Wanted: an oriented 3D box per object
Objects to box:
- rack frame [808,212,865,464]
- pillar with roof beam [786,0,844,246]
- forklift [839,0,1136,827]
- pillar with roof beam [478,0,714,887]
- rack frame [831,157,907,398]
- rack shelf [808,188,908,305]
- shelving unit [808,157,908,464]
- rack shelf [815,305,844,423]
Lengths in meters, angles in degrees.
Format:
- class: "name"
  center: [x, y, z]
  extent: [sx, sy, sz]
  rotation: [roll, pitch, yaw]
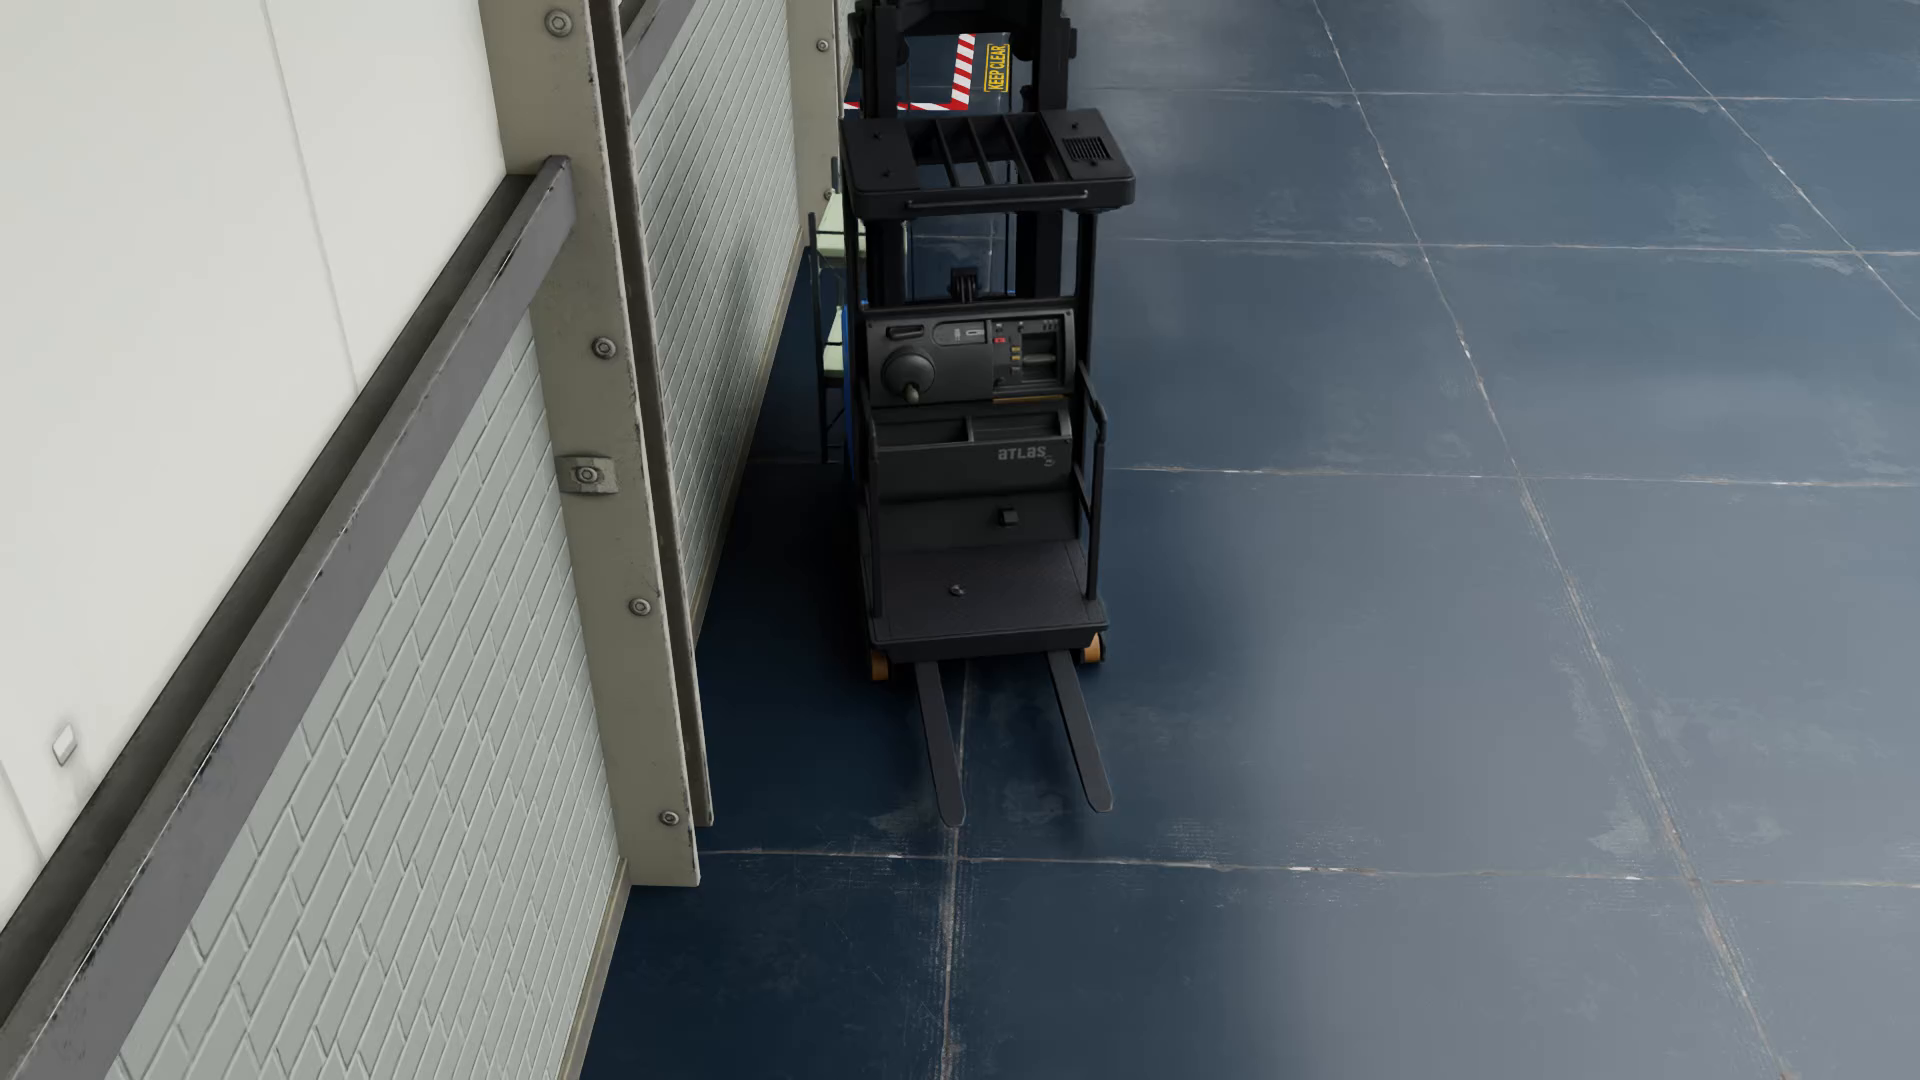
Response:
- class: "rack frame"
  center: [-0.572, -1.039, 8.869]
  extent: [0.400, 1.500, 0.023]
  rotation: [3, 35, 4]
- class: "pillar with roof beam"
  center: [3.340, -5.749, 9.050]
  extent: [9.100, 9.000, 0.400]
  rotation: [1, 35, 2]
- class: "forklift"
  center: [0.080, -0.755, 7.221]
  extent: [1.130, 2.935, 3.031]
  rotation: [-4, 35, -6]
- class: "pillar with roof beam"
  center: [3.099, -2.302, 4.145]
  extent: [9.100, 9.000, 0.400]
  rotation: [1, 35, 2]
- class: "rack frame"
  center: [-0.503, -1.458, 9.466]
  extent: [0.400, 1.500, 0.023]
  rotation: [3, 35, 4]
- class: "rack shelf"
  center: [-0.537, -1.568, 8.943]
  extent: [0.431, 0.370, 0.720]
  rotation: [3, 35, 4]
- class: "shelving unit"
  center: [-0.537, -1.248, 9.168]
  extent: [0.431, 1.500, 0.755]
  rotation: [3, 35, 4]
- class: "rack shelf"
  center: [-0.537, -0.982, 9.355]
  extent: [0.431, 0.370, 0.720]
  rotation: [3, 35, 4]
